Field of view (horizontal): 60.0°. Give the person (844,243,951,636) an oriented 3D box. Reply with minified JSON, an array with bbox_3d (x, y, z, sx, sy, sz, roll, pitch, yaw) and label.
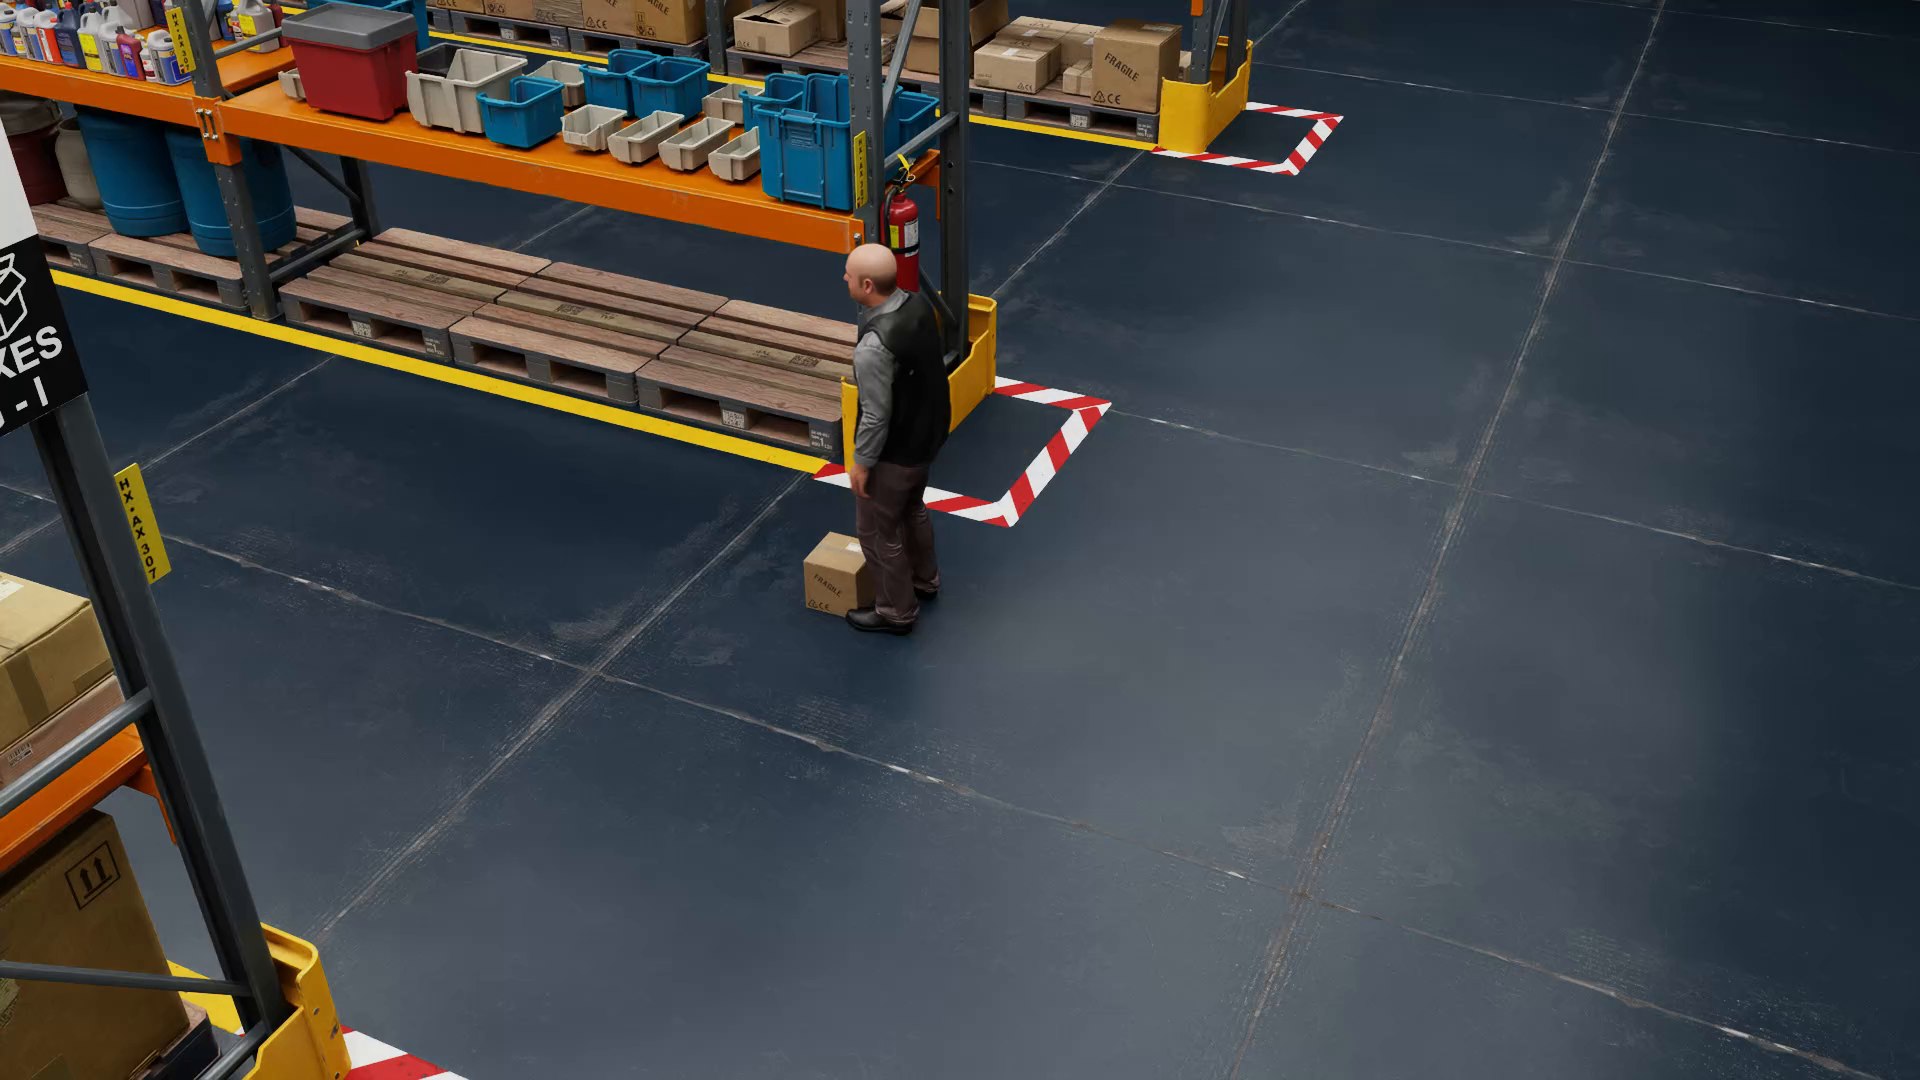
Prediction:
[{"bbox_3d":[-0.254,-0.392,6.755,0.414,1.722,0.594,12,35,18],"label":"person"}]
